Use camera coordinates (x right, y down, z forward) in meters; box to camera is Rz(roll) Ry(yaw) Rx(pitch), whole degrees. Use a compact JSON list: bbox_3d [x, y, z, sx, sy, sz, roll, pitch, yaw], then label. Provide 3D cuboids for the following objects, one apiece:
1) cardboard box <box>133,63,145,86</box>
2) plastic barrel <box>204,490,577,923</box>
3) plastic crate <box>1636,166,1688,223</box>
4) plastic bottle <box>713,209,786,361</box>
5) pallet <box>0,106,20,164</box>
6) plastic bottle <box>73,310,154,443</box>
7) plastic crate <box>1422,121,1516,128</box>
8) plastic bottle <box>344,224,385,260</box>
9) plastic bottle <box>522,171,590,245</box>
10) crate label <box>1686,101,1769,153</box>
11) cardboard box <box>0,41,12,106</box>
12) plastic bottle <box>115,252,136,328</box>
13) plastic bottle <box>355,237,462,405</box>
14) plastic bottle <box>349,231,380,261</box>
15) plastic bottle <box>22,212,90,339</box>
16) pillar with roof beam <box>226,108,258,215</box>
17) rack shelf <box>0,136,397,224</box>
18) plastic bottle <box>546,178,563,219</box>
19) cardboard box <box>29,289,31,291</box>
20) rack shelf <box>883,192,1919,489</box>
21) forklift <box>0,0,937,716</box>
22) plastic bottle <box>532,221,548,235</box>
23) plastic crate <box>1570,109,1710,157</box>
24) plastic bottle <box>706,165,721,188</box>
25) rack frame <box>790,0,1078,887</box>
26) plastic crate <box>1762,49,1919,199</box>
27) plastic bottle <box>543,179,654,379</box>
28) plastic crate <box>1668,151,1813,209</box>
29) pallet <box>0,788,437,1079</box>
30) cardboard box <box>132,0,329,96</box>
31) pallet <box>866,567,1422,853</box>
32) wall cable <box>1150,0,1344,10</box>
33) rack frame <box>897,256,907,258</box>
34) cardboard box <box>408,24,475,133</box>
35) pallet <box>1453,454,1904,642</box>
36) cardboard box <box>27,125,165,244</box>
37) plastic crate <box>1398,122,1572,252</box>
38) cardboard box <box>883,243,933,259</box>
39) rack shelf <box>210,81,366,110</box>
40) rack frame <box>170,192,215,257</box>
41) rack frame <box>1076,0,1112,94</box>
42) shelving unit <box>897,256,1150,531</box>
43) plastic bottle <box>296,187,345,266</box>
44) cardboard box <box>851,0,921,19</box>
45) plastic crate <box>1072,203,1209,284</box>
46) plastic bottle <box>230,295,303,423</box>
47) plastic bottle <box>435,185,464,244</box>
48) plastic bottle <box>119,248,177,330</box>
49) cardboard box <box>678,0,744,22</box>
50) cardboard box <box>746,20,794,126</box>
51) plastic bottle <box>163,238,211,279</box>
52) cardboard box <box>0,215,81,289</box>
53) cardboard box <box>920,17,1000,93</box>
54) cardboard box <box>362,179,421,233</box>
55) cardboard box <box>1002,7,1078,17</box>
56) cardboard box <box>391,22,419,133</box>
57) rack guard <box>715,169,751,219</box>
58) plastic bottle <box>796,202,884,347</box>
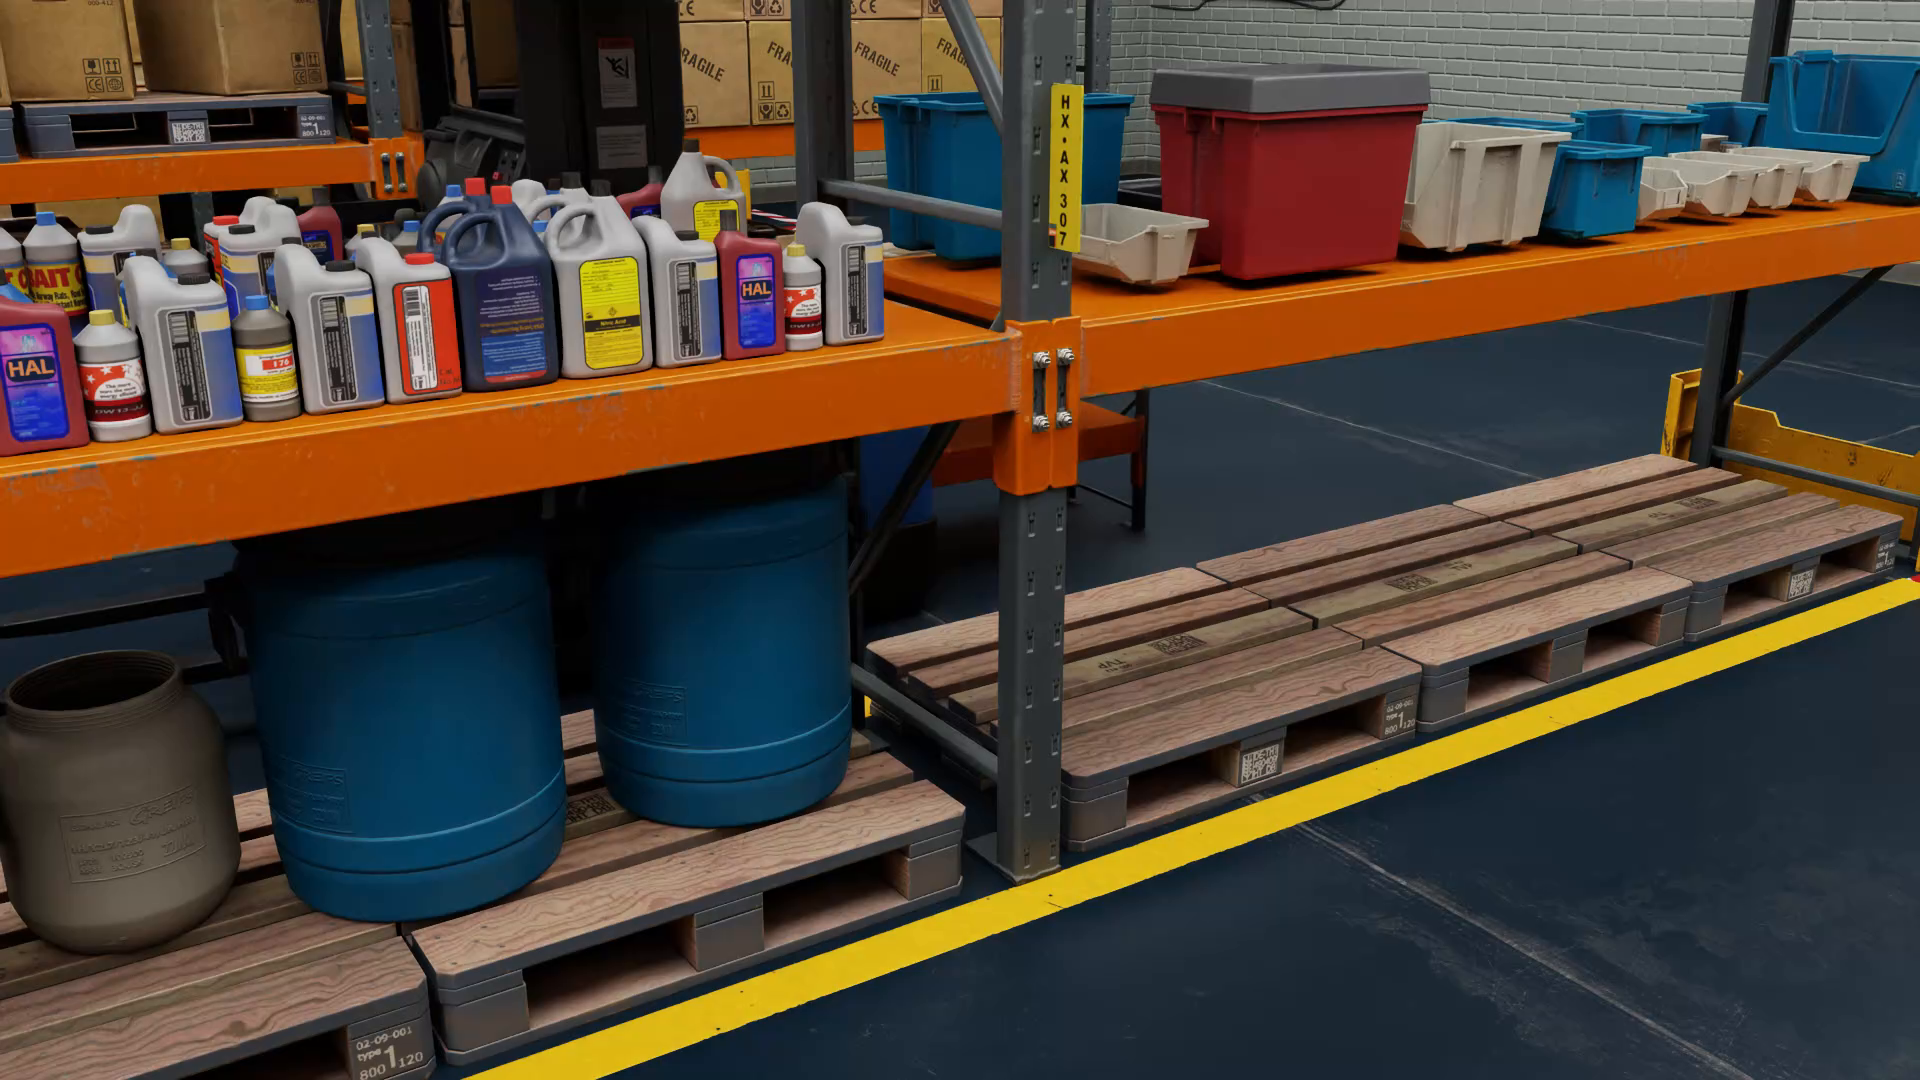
[{"bbox_3d":[-5.664,-3.165,11.285,0.250,0.149,0.380,-12,22,-31],"label":"cardboard box"},{"bbox_3d":[-1.144,0.251,3.440,0.708,0.901,0.600,-12,22,-31],"label":"plastic barrel"},{"bbox_3d":[1.964,-1.016,4.885,0.250,0.136,0.298,-12,22,-31],"label":"plastic crate"},{"bbox_3d":[-0.409,-0.496,3.211,0.133,0.283,0.061,-12,22,-31],"label":"plastic bottle"},{"bbox_3d":[-4.529,-1.634,6.694,1.213,0.211,1.003,-12,22,-31],"label":"pallet"},{"bbox_3d":[-1.355,-0.265,2.654,0.097,0.201,0.097,0,19,0],"label":"plastic bottle"},{"bbox_3d":[1.514,-1.174,5.201,0.300,0.233,0.416,-12,22,-31],"label":"plastic crate"},{"bbox_3d":[-1.265,-0.575,3.571,0.097,0.201,0.097,0,19,0],"label":"plastic bottle"},{"bbox_3d":[-0.756,-0.526,3.194,0.185,0.351,0.144,-12,22,-31],"label":"plastic bottle"},{"bbox_3d":[2.864,-1.458,6.043,0.303,0.233,0.416,-12,22,-31],"label":"crate label"},{"bbox_3d":[-4.252,-2.004,6.678,0.700,0.500,0.500,16,24,39],"label":"cardboard box"},{"bbox_3d":[-1.568,-0.452,3.210,0.097,0.201,0.097,0,19,0],"label":"plastic bottle"},{"bbox_3d":[-0.967,-0.392,2.916,0.135,0.276,0.152,-12,22,-31],"label":"plastic bottle"},{"bbox_3d":[-1.051,-0.420,3.005,0.097,0.271,0.097,0,19,0],"label":"plastic bottle"},{"bbox_3d":[-1.764,-0.503,3.249,0.097,0.271,0.097,0,19,0],"label":"plastic bottle"},{"bbox_3d":[-3.061,-5.455,8.330,0.400,9.000,9.100,-12,22,-31],"label":"pillar with roof beam"},{"bbox_3d":[-4.481,-1.393,6.804,4.000,0.370,1.077,-12,22,-31],"label":"rack shelf"},{"bbox_3d":[-0.909,-0.683,3.782,0.097,0.271,0.097,0,19,0],"label":"plastic bottle"},{"bbox_3d":[-4.209,-0.907,7.460,0.500,0.500,0.500,-12,22,-31],"label":"cardboard box"},{"bbox_3d":[1.581,-0.772,4.967,4.000,0.370,1.077,-12,22,-31],"label":"rack shelf"},{"bbox_3d":[-1.602,-1.053,4.783,3.031,2.935,1.130,-11,22,-30],"label":"forklift"},{"bbox_3d":[-0.907,-0.592,3.622,0.097,0.201,0.097,0,19,0],"label":"plastic bottle"},{"bbox_3d":[2.315,-1.342,5.700,0.300,0.233,0.416,-12,22,-31],"label":"plastic crate"},{"bbox_3d":[-0.630,-0.754,3.975,0.133,0.283,0.061,-12,22,-31],"label":"plastic bottle"},{"bbox_3d":[-0.089,-0.760,3.810,0.127,3.000,1.000,-12,22,-31],"label":"rack frame"},{"bbox_3d":[3.075,-1.401,5.556,0.499,0.435,0.616,-12,22,-31],"label":"plastic crate"},{"bbox_3d":[-0.677,-0.487,3.080,0.185,0.351,0.144,-12,22,-31],"label":"plastic bottle"},{"bbox_3d":[2.420,-1.129,5.219,0.243,0.136,0.396,-12,22,-31],"label":"plastic crate"},{"bbox_3d":[-1.776,0.902,3.248,1.213,0.211,1.003,-12,22,-31],"label":"pallet"},{"bbox_3d":[-3.329,-2.308,7.578,0.700,0.500,0.500,14,23,35],"label":"cardboard box"},{"bbox_3d":[0.504,0.421,4.670,1.213,0.211,1.003,-12,22,-31],"label":"pallet"},{"bbox_3d":[2.723,-6.386,15.933,0.112,2.526,3.097,-12,22,-31],"label":"wall cable"},{"bbox_3d":[-0.304,-0.466,5.868,0.032,1.125,0.500,-11,22,-30],"label":"rack frame"},{"bbox_3d":[-2.235,-2.150,7.765,0.500,0.500,0.500,-11,22,-30],"label":"cardboard box"},{"bbox_3d":[2.542,-0.009,5.942,1.213,0.211,1.003,-12,22,-31],"label":"pallet"},{"bbox_3d":[-6.009,-2.441,11.484,0.750,0.750,0.750,-12,22,-31],"label":"cardboard box"},{"bbox_3d":[1.288,-0.952,4.469,0.530,0.282,0.437,-12,22,-31],"label":"plastic crate"},{"bbox_3d":[-0.497,-1.588,9.865,0.500,0.250,0.500,-12,22,-31],"label":"cardboard box"},{"bbox_3d":[-3.867,-3.422,12.805,4.000,0.370,1.077,-12,22,-31],"label":"rack shelf"},{"bbox_3d":[-5.538,-3.410,11.648,0.127,3.000,1.000,-12,22,-31],"label":"rack frame"},{"bbox_3d":[0.530,-2.790,9.815,0.127,3.000,1.000,-12,22,-31],"label":"rack frame"},{"bbox_3d":[0.129,-0.551,6.120,1.048,1.125,0.538,-11,22,-30],"label":"shelving unit"},{"bbox_3d":[-1.372,-0.598,3.512,0.133,0.283,0.061,-12,22,-31],"label":"plastic bottle"},{"bbox_3d":[-0.542,-2.978,8.652,0.500,0.500,0.500,-11,22,-30],"label":"cardboard box"},{"bbox_3d":[0.378,-0.707,3.972,0.243,0.136,0.396,-12,22,-31],"label":"plastic crate"},{"bbox_3d":[-1.161,-0.306,2.775,0.097,0.201,0.097,0,19,0],"label":"plastic bottle"},{"bbox_3d":[-1.103,-0.642,3.661,0.097,0.271,0.097,0,19,0],"label":"plastic bottle"},{"bbox_3d":[-1.357,-0.356,2.814,0.097,0.271,0.097,0,19,0],"label":"plastic bottle"},{"bbox_3d":[-1.402,-2.796,8.114,0.500,0.500,0.500,-13,22,-33],"label":"cardboard box"},{"bbox_3d":[-0.966,-2.419,8.559,0.500,0.500,0.500,-12,22,-32],"label":"cardboard box"},{"bbox_3d":[-1.570,-0.510,3.381,0.097,0.201,0.097,0,19,0],"label":"plastic bottle"},{"bbox_3d":[-4.183,-1.269,7.360,0.500,0.250,0.500,-12,22,-31],"label":"cardboard box"},{"bbox_3d":[-0.125,-2.594,9.077,0.500,0.500,0.500,-12,22,-31],"label":"cardboard box"},{"bbox_3d":[-4.435,-2.617,12.549,0.500,0.500,0.700,-12,22,-32],"label":"cardboard box"},{"bbox_3d":[0.310,-3.159,9.189,0.500,0.500,0.500,-12,22,-32],"label":"cardboard box"},{"bbox_3d":[-2.534,-2.290,8.178,0.500,0.500,0.500,-11,22,-31],"label":"cardboard box"},{"bbox_3d":[-2.177,-2.935,14.145,0.348,0.500,1.175,-12,22,-31],"label":"rack guard"},{"bbox_3d":[-0.240,-0.546,3.369,0.135,0.276,0.152,-12,22,-31],"label":"plastic bottle"}]
